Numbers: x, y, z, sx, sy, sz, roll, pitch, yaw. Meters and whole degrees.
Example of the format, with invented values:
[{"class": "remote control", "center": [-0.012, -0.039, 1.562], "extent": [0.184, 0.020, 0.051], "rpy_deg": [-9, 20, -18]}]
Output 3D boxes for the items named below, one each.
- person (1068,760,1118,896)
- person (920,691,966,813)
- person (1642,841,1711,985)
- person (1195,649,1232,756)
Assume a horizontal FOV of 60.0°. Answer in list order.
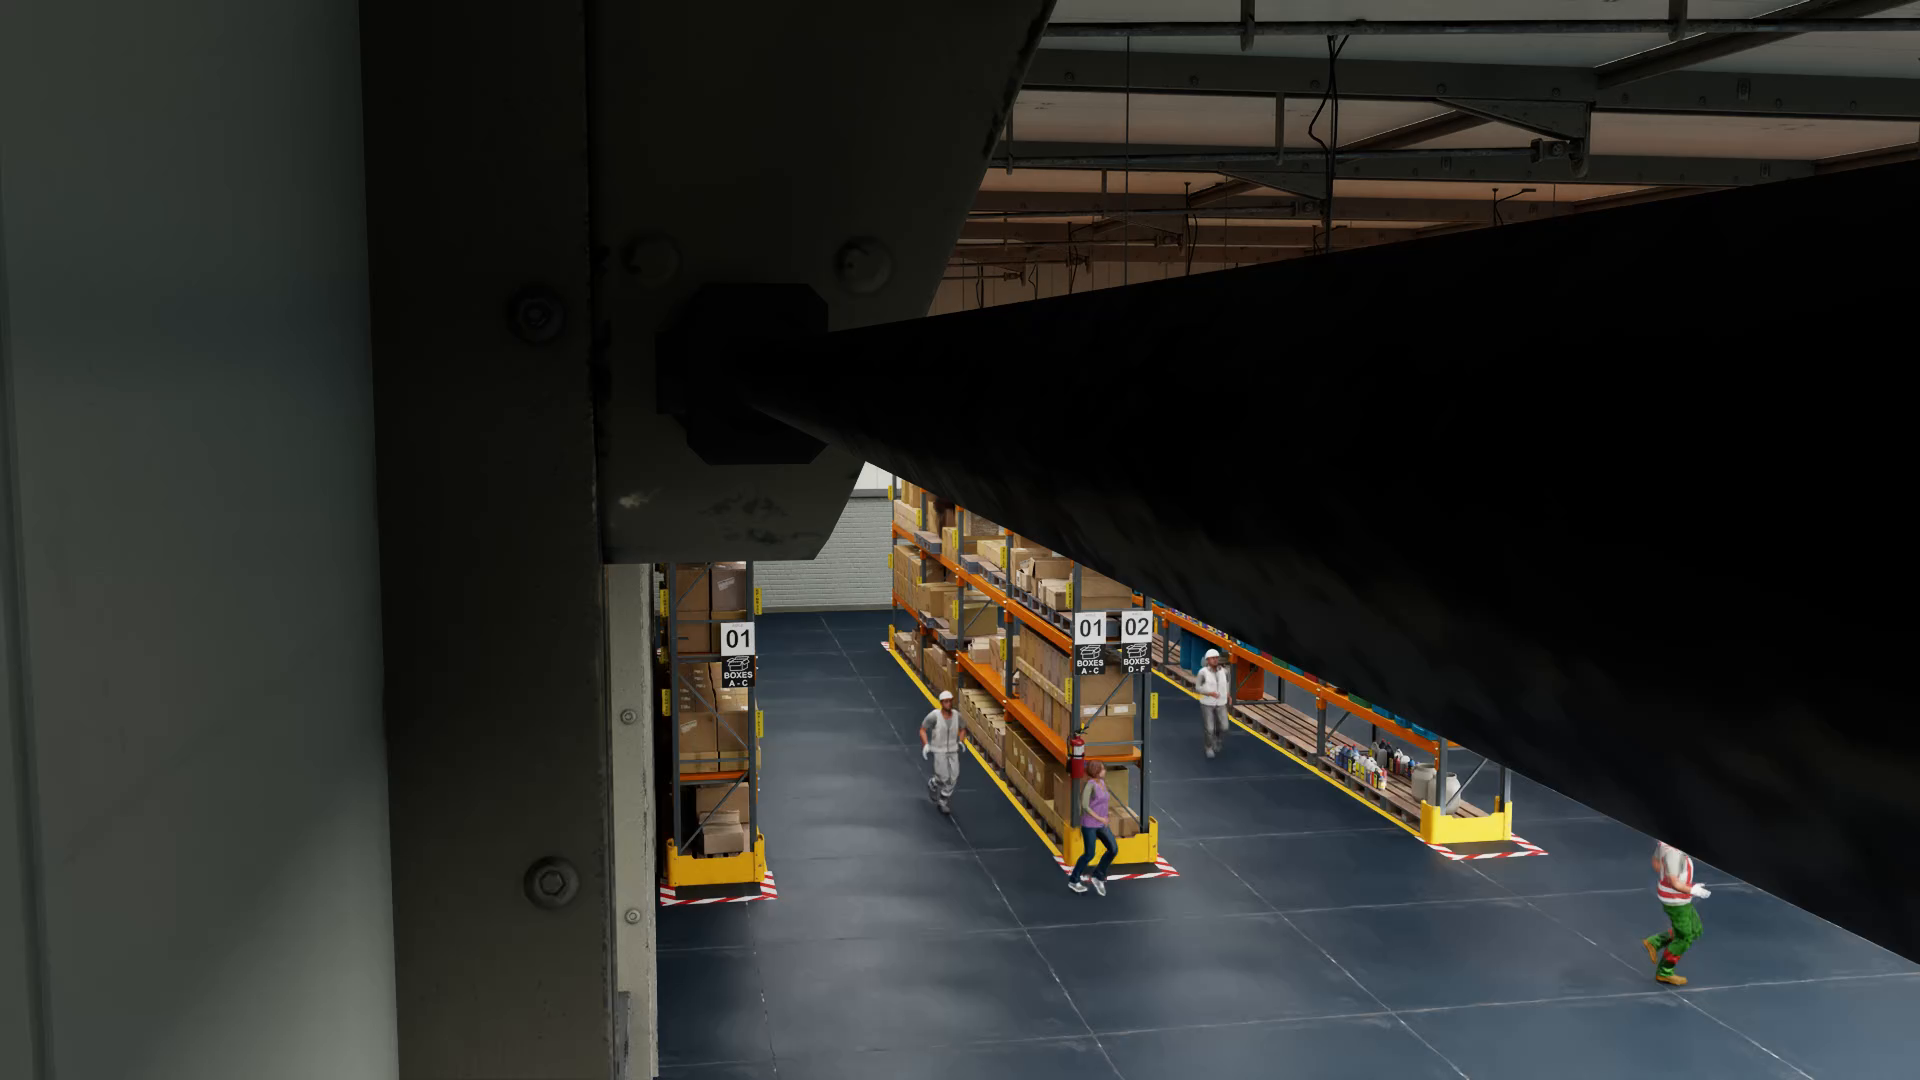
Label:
[{"class": "person", "center": [1.631, 3.410, 19.802], "extent": [0.568, 1.575, 0.598], "rpy_deg": [5, 8, 37]}, {"class": "person", "center": [-0.214, 2.962, 23.259], "extent": [0.659, 1.733, 0.634], "rpy_deg": [-3, 7, -22]}, {"class": "person", "center": [7.276, 3.647, 16.881], "extent": [0.594, 1.742, 0.652], "rpy_deg": [2, 6, 17]}, {"class": "person", "center": [4.063, 2.604, 26.468], "extent": [0.645, 1.732, 0.592], "rpy_deg": [-1, 6, -11]}]
